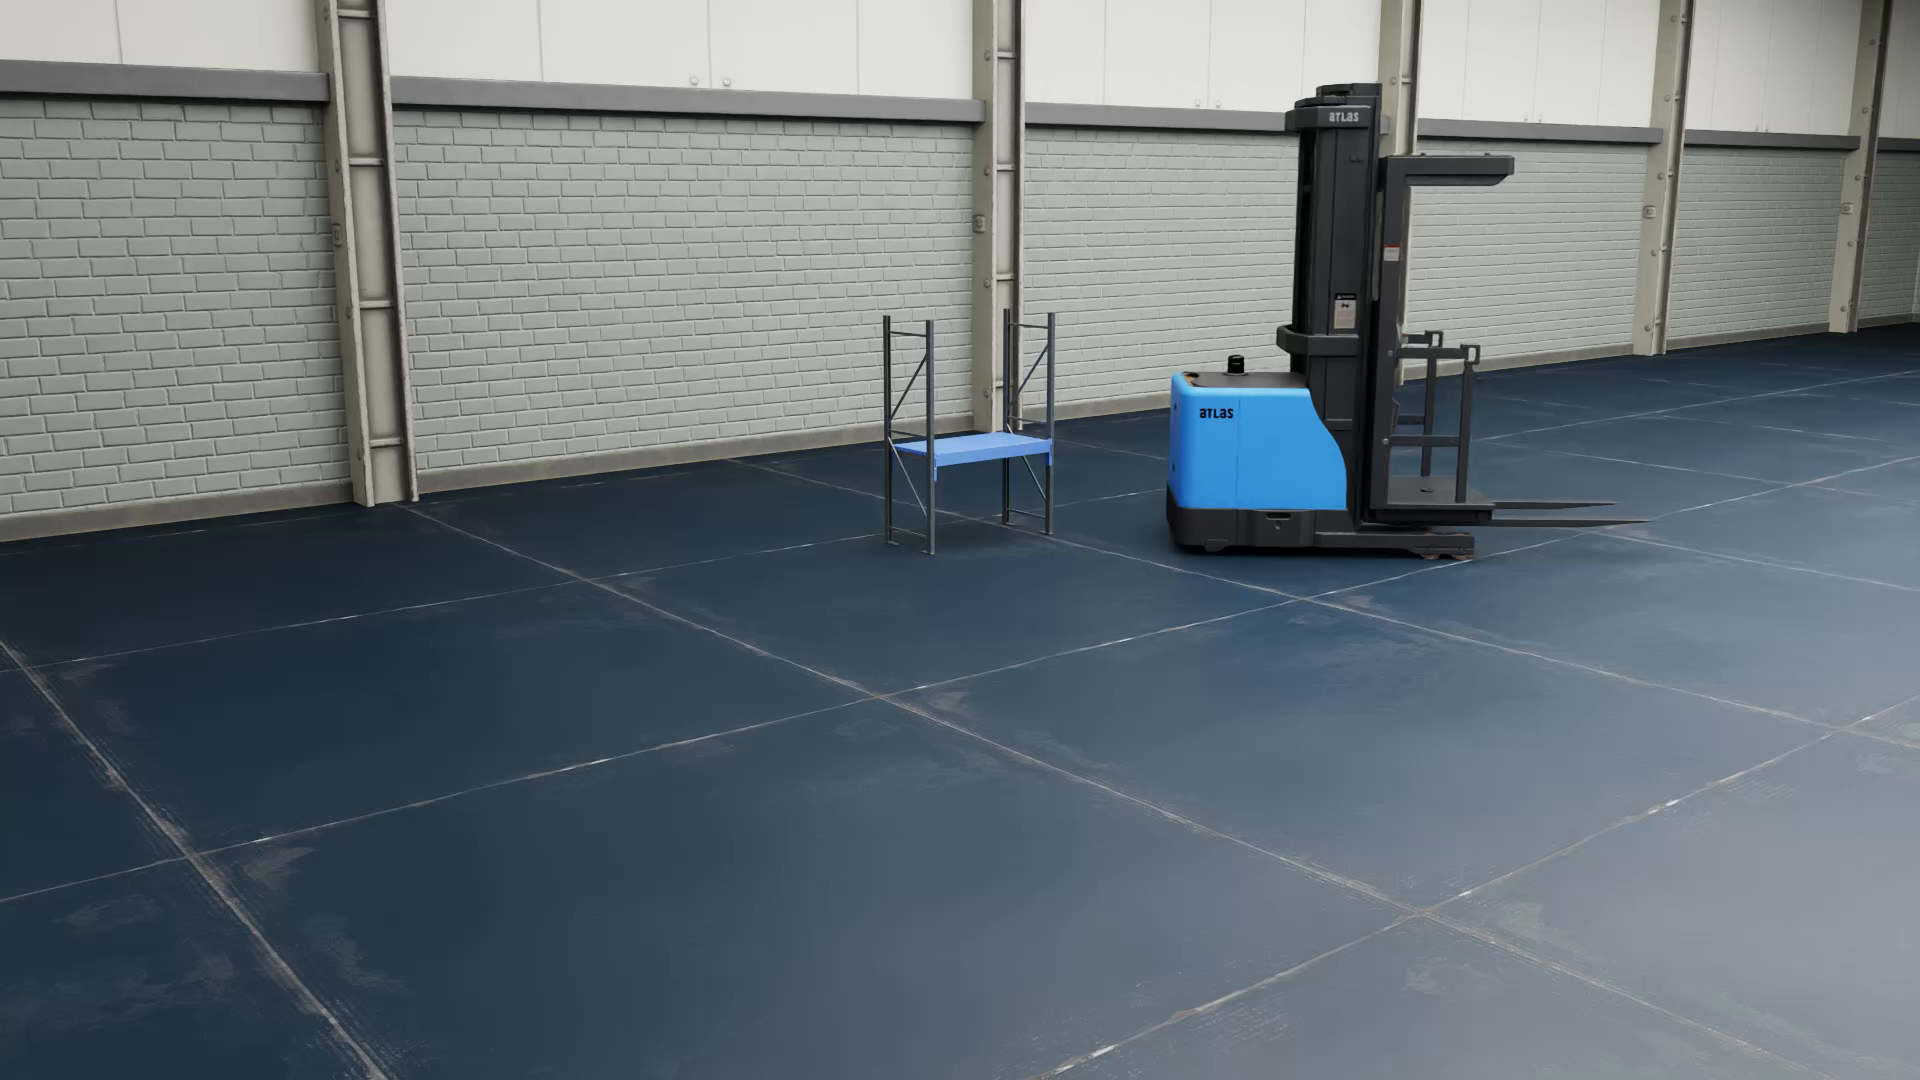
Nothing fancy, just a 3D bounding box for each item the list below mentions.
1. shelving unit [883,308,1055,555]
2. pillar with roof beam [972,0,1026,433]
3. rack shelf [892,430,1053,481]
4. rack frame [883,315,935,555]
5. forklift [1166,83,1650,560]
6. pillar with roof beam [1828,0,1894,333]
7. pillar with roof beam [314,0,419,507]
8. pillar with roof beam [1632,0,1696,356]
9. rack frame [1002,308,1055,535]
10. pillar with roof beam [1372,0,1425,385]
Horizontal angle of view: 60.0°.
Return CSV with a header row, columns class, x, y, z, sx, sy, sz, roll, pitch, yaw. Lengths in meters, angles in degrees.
class,x,y,z,sx,sy,sz,roll,pitch,yaw
shelving unit,0.067,-0.745,11.025,1.048,1.500,0.538,-9,15,-38
pillar with roof beam,3.051,-4.778,11.967,0.400,9.000,9.100,-9,15,-38
rack shelf,0.067,-0.569,11.062,1.000,0.185,0.538,-9,15,-38
rack frame,-0.330,-0.679,10.714,0.032,1.500,0.500,-9,15,-38
forklift,2.922,-1.423,10.774,3.031,2.935,1.130,1,12,3
pillar with roof beam,17.106,-7.114,22.967,0.400,9.000,9.100,-9,15,-38
pillar with roof beam,-1.634,-4.000,8.301,0.400,9.000,9.100,-9,15,-38
pillar with roof beam,12.421,-6.335,19.300,0.400,9.000,9.100,-9,15,-38
rack frame,0.464,-0.811,11.336,0.032,1.500,0.500,-9,15,-38
pillar with roof beam,7.736,-5.557,15.634,0.400,9.000,9.100,-9,15,-38
